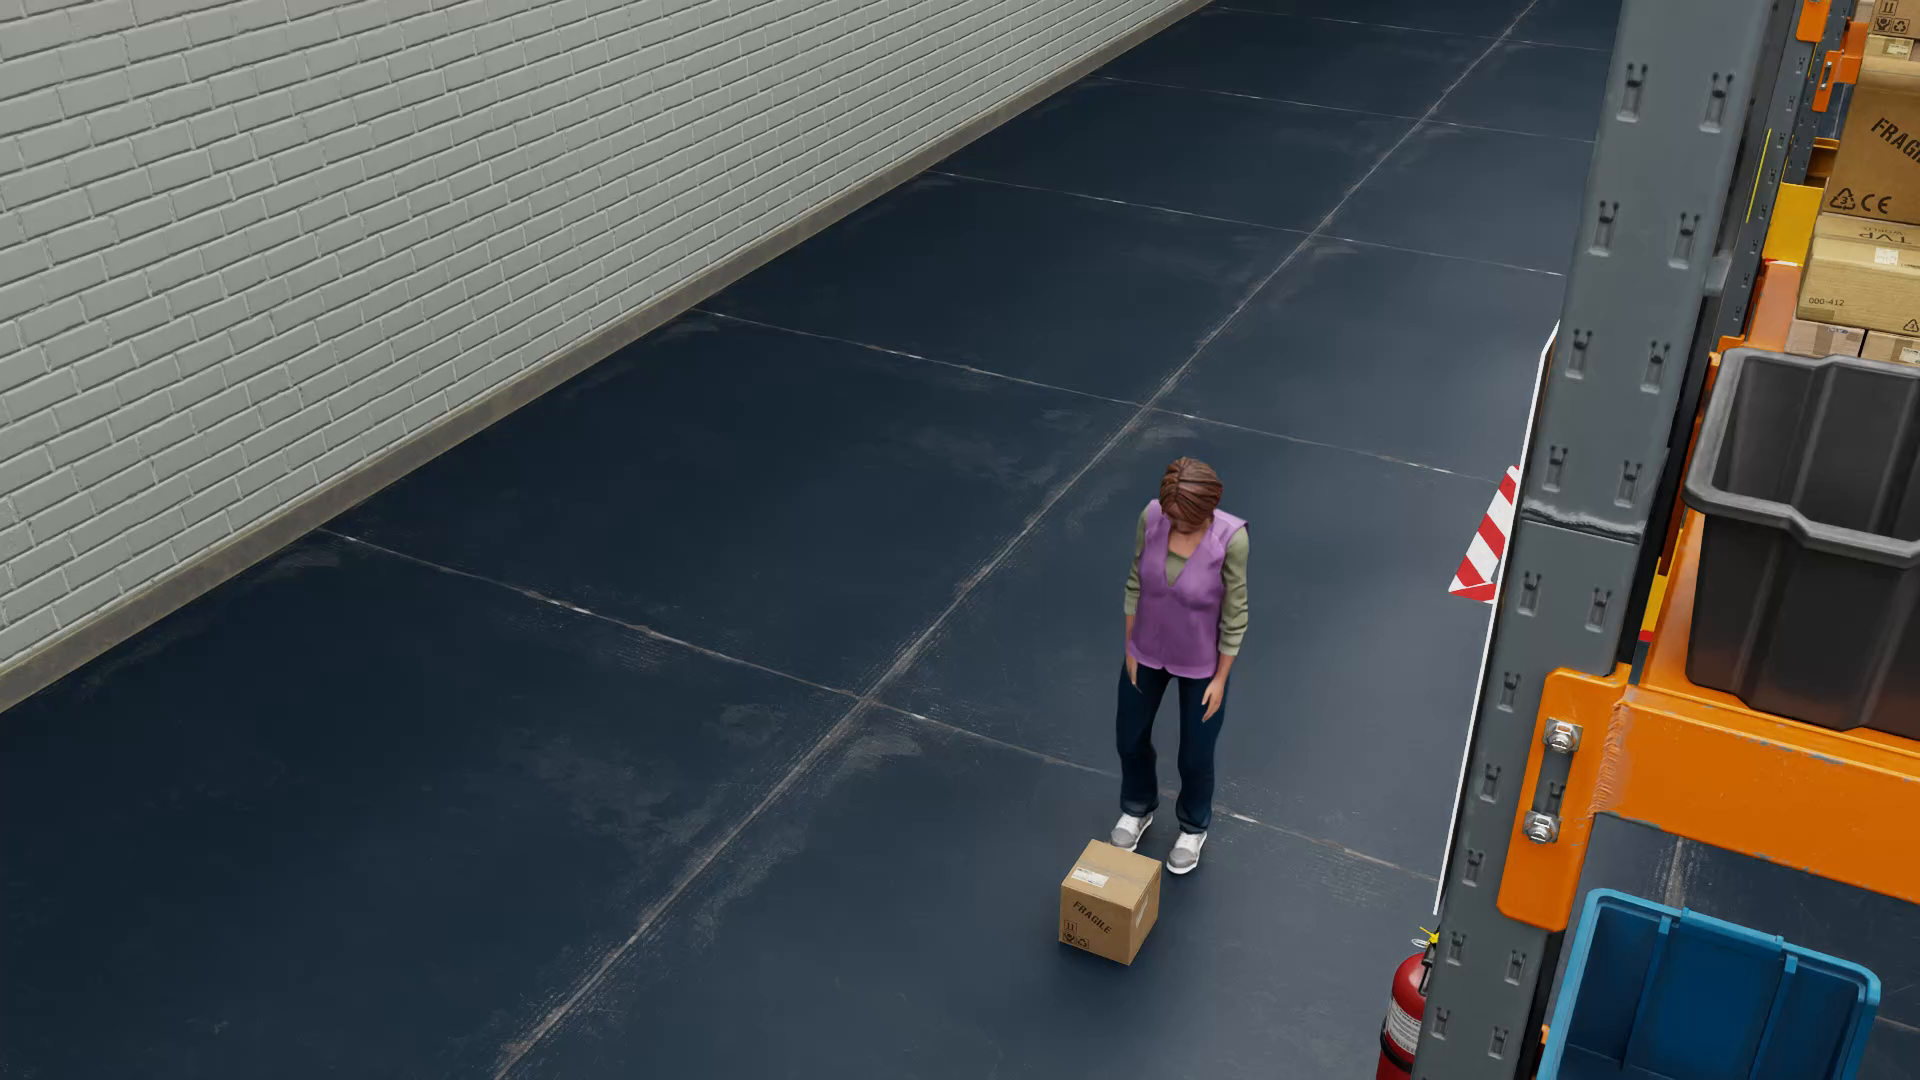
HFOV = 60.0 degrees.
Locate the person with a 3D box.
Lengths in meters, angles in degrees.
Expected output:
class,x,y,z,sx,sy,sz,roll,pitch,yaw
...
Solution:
class,x,y,z,sx,sy,sz,roll,pitch,yaw
person,0.731,0.417,5.482,0.420,1.556,0.353,15,34,24
